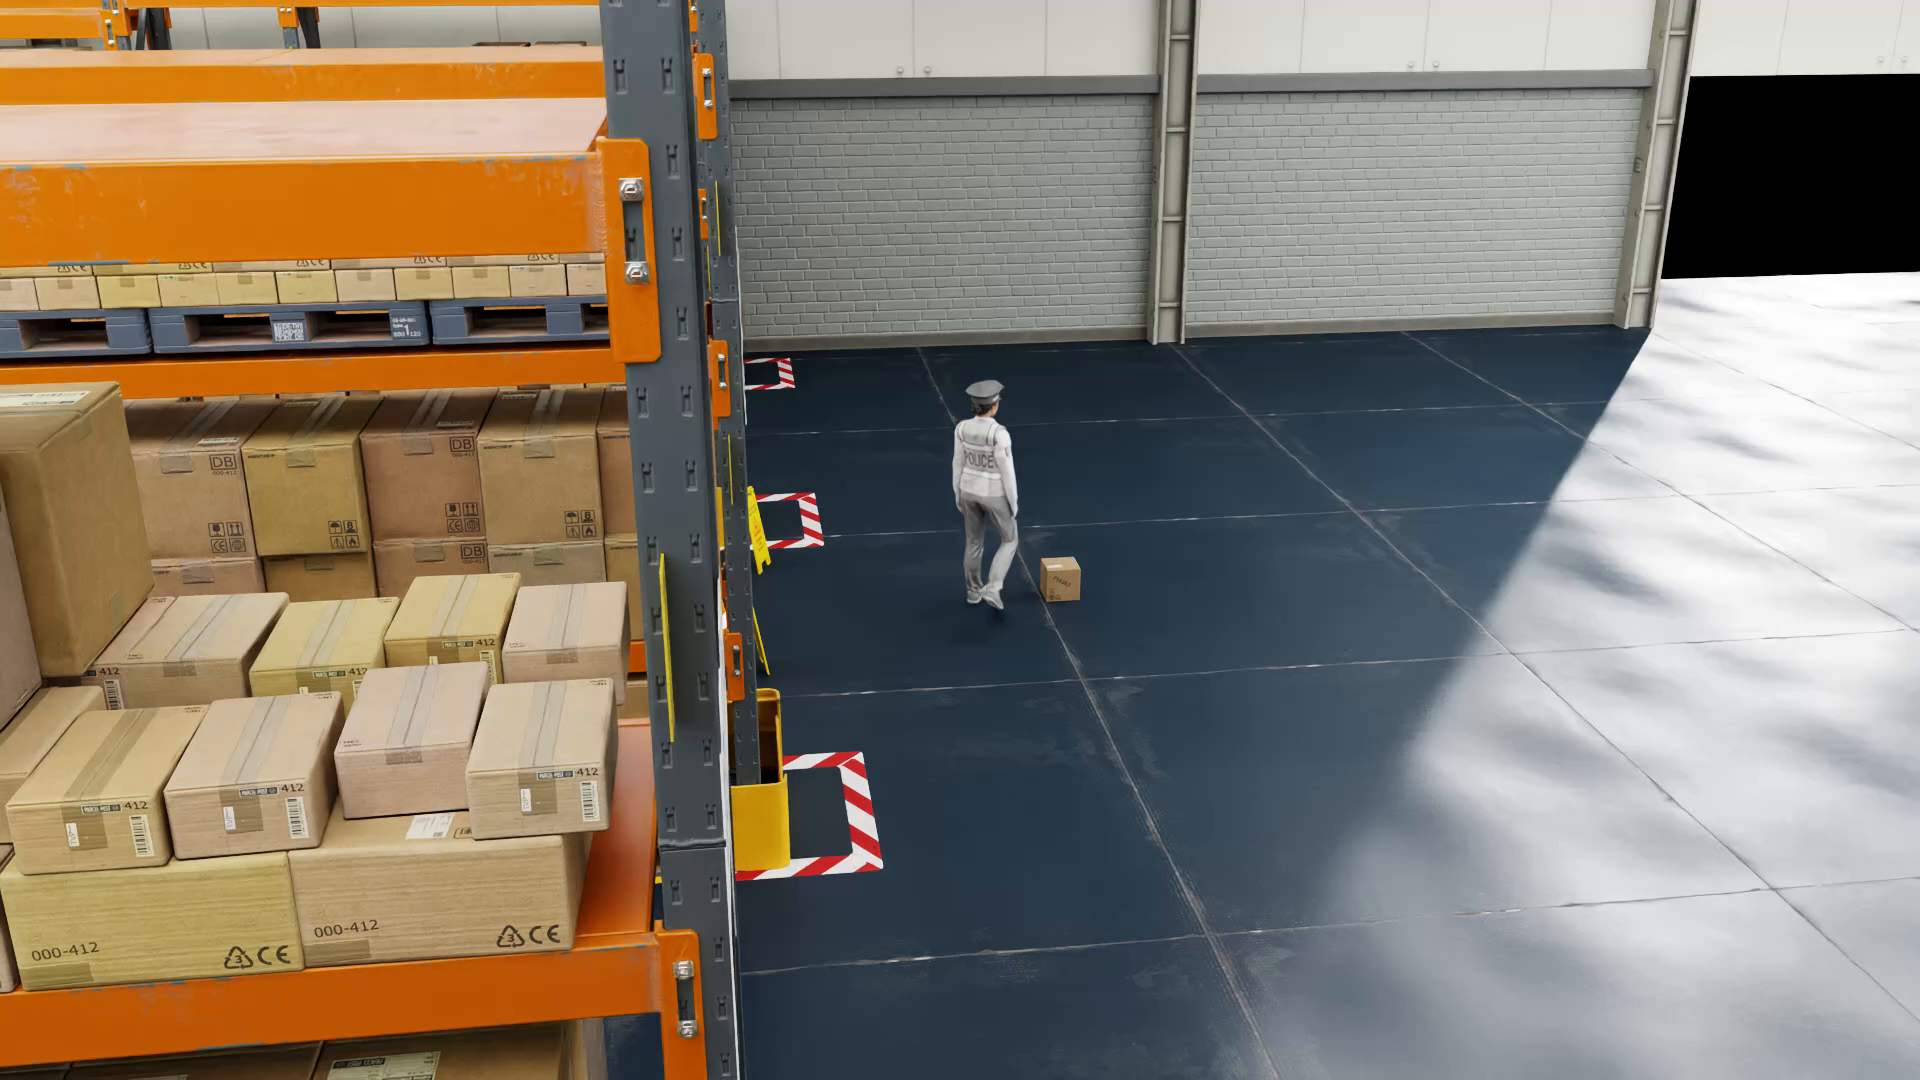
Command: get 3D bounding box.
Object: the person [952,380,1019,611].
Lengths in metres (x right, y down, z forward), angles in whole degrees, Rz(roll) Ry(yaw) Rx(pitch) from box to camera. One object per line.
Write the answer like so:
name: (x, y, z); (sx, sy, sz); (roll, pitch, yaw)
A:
person: (0.173, -0.308, 11.873); (0.516, 1.672, 0.485); (12, 23, 30)
